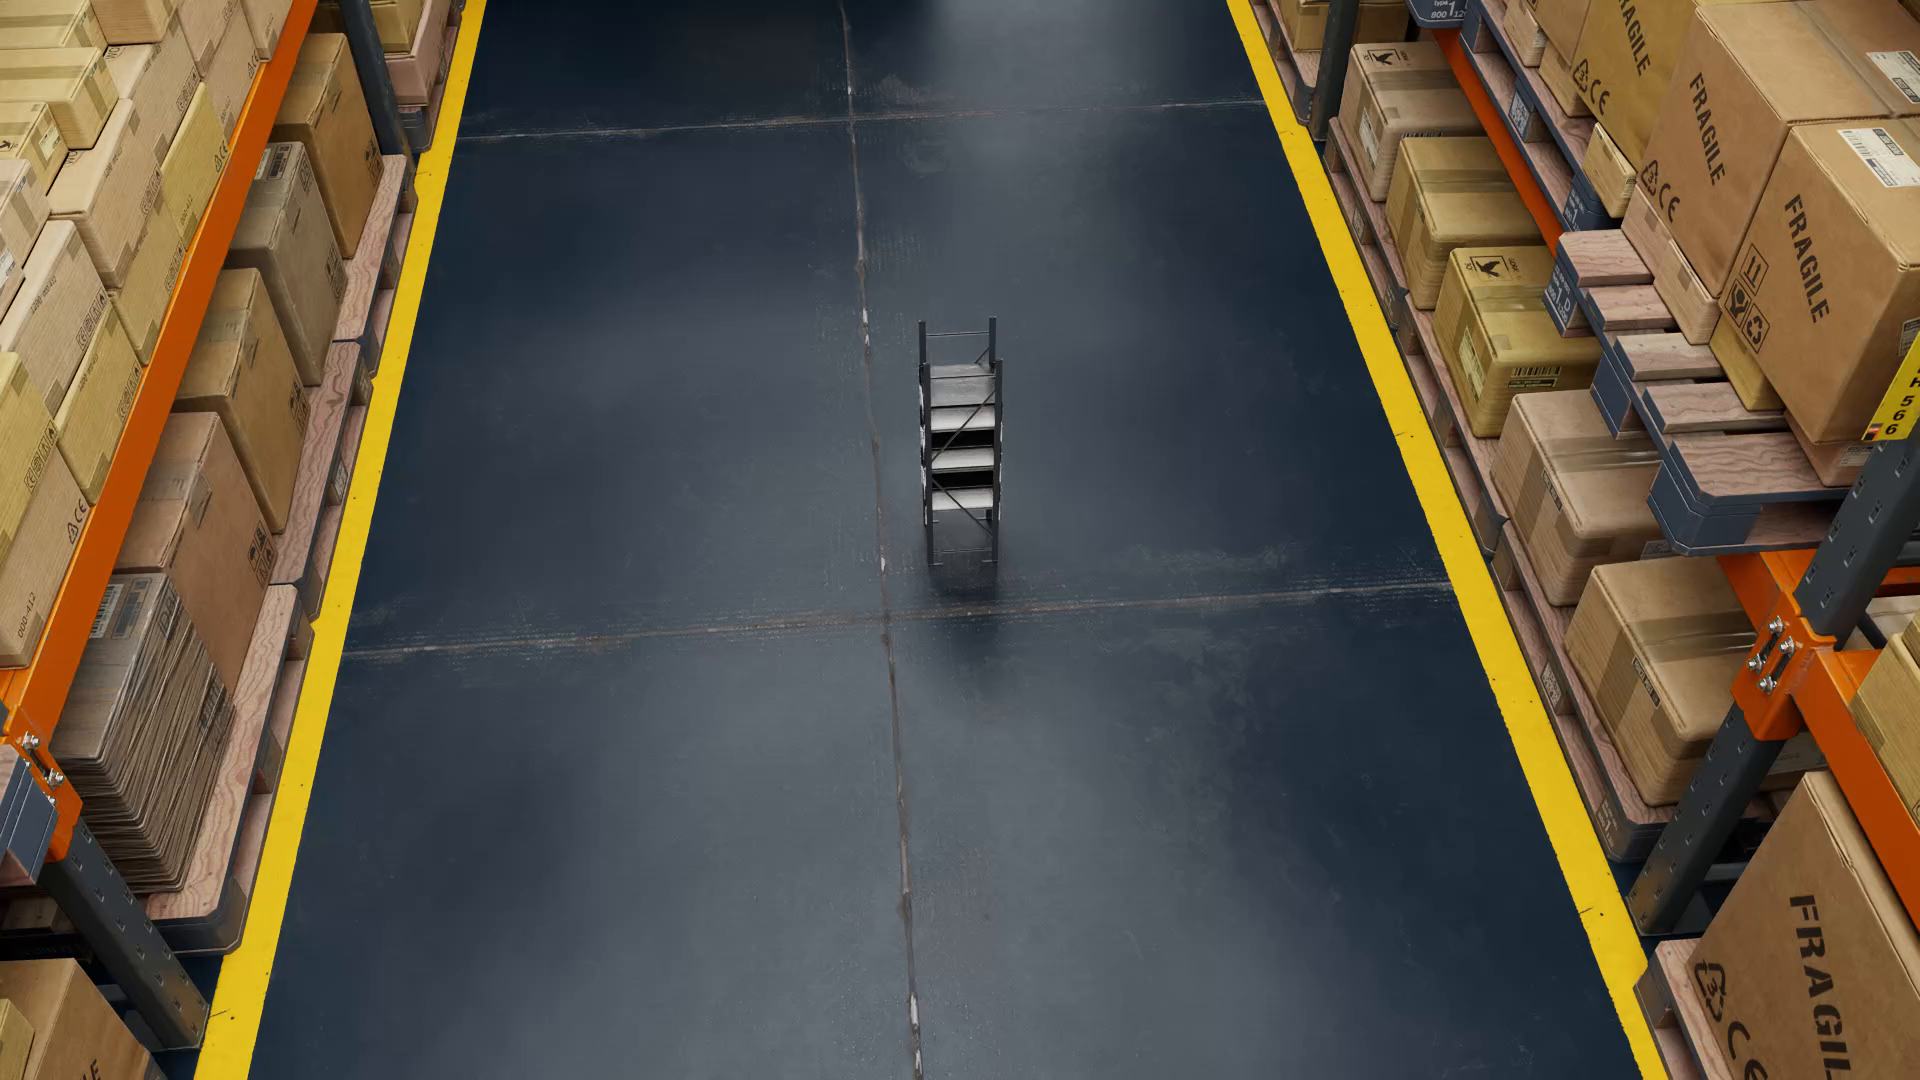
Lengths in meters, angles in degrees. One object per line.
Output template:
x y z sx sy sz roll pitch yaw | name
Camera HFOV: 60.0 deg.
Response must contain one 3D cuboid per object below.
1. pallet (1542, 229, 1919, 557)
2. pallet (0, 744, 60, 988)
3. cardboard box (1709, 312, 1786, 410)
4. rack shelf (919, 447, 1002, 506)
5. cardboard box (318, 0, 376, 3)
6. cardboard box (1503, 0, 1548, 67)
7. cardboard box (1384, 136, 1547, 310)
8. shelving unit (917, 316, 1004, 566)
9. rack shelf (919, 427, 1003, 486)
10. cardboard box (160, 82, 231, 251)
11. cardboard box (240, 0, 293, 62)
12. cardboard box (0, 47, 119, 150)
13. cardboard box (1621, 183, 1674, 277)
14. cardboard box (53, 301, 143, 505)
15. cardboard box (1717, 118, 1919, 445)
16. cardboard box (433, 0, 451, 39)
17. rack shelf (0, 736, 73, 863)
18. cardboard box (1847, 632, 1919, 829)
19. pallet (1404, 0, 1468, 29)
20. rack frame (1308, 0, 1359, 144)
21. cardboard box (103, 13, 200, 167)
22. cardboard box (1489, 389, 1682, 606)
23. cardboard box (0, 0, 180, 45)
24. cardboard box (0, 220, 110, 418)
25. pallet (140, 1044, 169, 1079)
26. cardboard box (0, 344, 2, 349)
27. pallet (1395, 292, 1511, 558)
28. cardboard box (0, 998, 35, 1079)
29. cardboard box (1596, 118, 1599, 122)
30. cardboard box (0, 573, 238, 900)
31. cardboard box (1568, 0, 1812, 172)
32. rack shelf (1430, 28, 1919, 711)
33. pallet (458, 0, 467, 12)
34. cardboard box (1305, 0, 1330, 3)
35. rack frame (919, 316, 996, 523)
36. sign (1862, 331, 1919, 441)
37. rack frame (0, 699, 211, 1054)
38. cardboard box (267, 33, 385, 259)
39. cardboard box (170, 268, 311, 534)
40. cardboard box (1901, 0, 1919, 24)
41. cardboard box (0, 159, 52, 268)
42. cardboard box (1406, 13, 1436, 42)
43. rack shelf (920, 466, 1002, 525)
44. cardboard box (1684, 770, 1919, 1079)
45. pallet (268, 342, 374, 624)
2.243 -0.427 4.221 1.213 0.211 1.003 -3 47 -3 | pallet
-2.411 0.873 2.990 1.213 0.211 1.003 -3 47 -3 | pallet
2.052 -0.454 3.998 0.380 0.149 0.250 -3 47 -3 | cardboard box
0.001 -0.219 5.507 0.258 0.077 0.200 -3 47 -3 | rack shelf
-2.600 -2.485 6.954 0.500 0.250 0.500 -4 47 -4 | cardboard box
1.886 -1.572 5.057 0.380 0.149 0.250 -2 47 -2 | cardboard box
2.184 -1.220 6.360 0.950 0.372 0.625 -1 47 -1 | cardboard box
0.001 -0.304 5.418 0.258 0.900 0.210 -3 47 -3 | shelving unit
0.001 -0.281 5.442 0.258 0.077 0.200 -3 47 -3 | rack shelf
-2.460 -1.076 4.806 0.500 0.250 0.500 -2 47 -2 | cardboard box
-2.522 -1.810 5.501 0.500 0.250 0.500 -4 47 -4 | cardboard box
-2.389 -1.119 4.228 0.380 0.149 0.250 -3 47 -2 | cardboard box
1.973 -0.817 4.341 0.380 0.149 0.250 -5 47 -5 | cardboard box
-2.368 -0.328 4.098 0.500 0.250 0.500 -4 47 -4 | cardboard box
2.093 -0.577 3.668 0.500 0.500 0.500 -5 47 -4 | cardboard box
-2.641 -2.509 7.665 0.500 0.250 0.500 -4 47 -4 | cardboard box
-2.370 2.015 2.271 1.077 0.370 4.000 -3 47 -3 | rack shelf
2.199 0.437 3.373 0.500 0.250 0.500 -4 47 -4 | cardboard box
1.993 -2.250 5.947 1.003 0.211 1.213 -3 47 -3 | pallet
2.074 -2.878 6.410 1.000 3.000 0.127 -3 47 -3 | rack frame
-2.466 -1.246 4.623 0.500 0.250 0.500 -3 47 -3 | cardboard box
2.301 -0.168 5.363 0.950 0.372 0.625 -4 47 -4 | cardboard box
-2.387 -1.488 4.577 0.380 0.149 0.250 -5 47 -4 | cardboard box
-2.372 -0.498 3.915 0.500 0.250 0.500 -2 47 -2 | cardboard box
-2.513 1.822 3.879 1.003 0.211 1.213 -3 47 -3 | pallet
-2.294 -0.379 3.527 0.380 0.149 0.250 -3 47 -2 | cardboard box
2.246 -0.471 6.051 1.003 0.211 1.213 -3 47 -3 | pallet
-2.244 1.154 3.576 0.380 0.149 0.250 -6 47 -5 | cardboard box
2.041 -1.204 4.708 0.380 0.149 0.250 -3 47 -3 | cardboard box
-2.576 0.541 4.518 0.875 0.625 0.625 -2 47 -2 | cardboard box
1.996 -1.315 4.367 0.500 0.500 0.500 -6 47 -6 | cardboard box
2.241 -1.184 5.300 1.077 0.370 4.000 -3 47 -3 | rack shelf
-3.002 -3.077 8.519 1.003 0.211 1.213 -3 47 -3 | pallet
1.757 -2.746 7.373 0.500 0.500 0.500 -4 47 -4 | cardboard box
-0.008 -0.377 5.487 0.240 0.900 0.006 -3 47 -3 | rack frame
1.869 -0.315 3.239 0.100 0.325 0.005 -3 47 -3 | sign
-2.537 0.320 3.381 1.000 3.000 0.127 -3 47 -3 | rack frame
-2.817 -1.525 6.474 0.875 0.625 0.625 -2 47 -2 | cardboard box
-2.695 -0.419 5.427 0.875 0.625 0.625 -5 47 -5 | cardboard box
2.551 -0.981 4.050 0.500 0.500 0.500 -1 47 -1 | cardboard box
-2.376 -0.751 3.880 0.380 0.149 0.250 -3 47 -3 | cardboard box
2.293 -2.520 7.675 0.500 0.250 0.500 -5 47 -5 | cardboard box
0.001 -0.157 5.573 0.258 0.077 0.200 -3 47 -3 | rack shelf
2.384 1.107 3.810 0.875 0.875 0.875 -4 47 -4 | cardboard box
-2.666 -0.199 5.793 1.003 0.211 1.213 -3 47 -3 | pallet
